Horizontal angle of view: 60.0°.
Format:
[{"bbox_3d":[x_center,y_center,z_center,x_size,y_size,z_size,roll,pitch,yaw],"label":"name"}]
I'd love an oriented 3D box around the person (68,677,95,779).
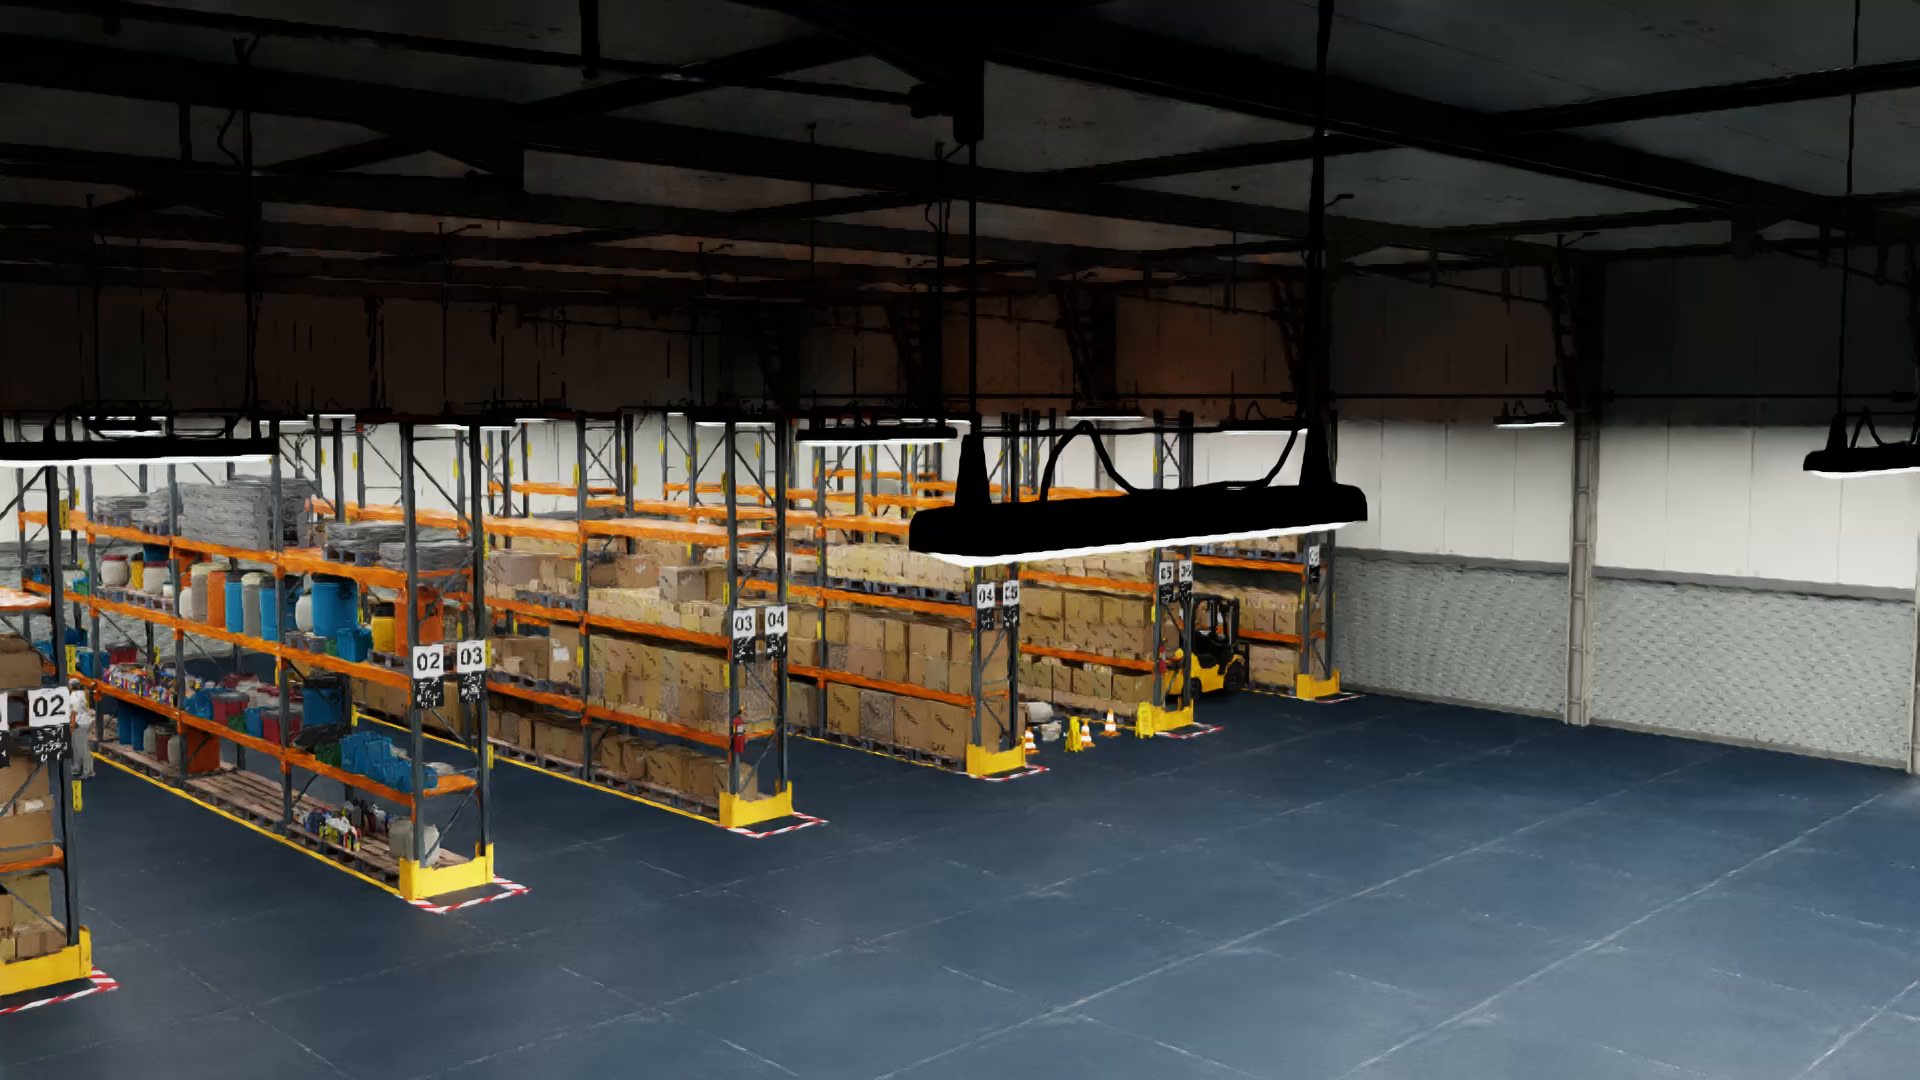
[{"bbox_3d":[-14.655,3.100,27.560,0.556,1.659,0.597,-1,5,-17],"label":"person"}]
